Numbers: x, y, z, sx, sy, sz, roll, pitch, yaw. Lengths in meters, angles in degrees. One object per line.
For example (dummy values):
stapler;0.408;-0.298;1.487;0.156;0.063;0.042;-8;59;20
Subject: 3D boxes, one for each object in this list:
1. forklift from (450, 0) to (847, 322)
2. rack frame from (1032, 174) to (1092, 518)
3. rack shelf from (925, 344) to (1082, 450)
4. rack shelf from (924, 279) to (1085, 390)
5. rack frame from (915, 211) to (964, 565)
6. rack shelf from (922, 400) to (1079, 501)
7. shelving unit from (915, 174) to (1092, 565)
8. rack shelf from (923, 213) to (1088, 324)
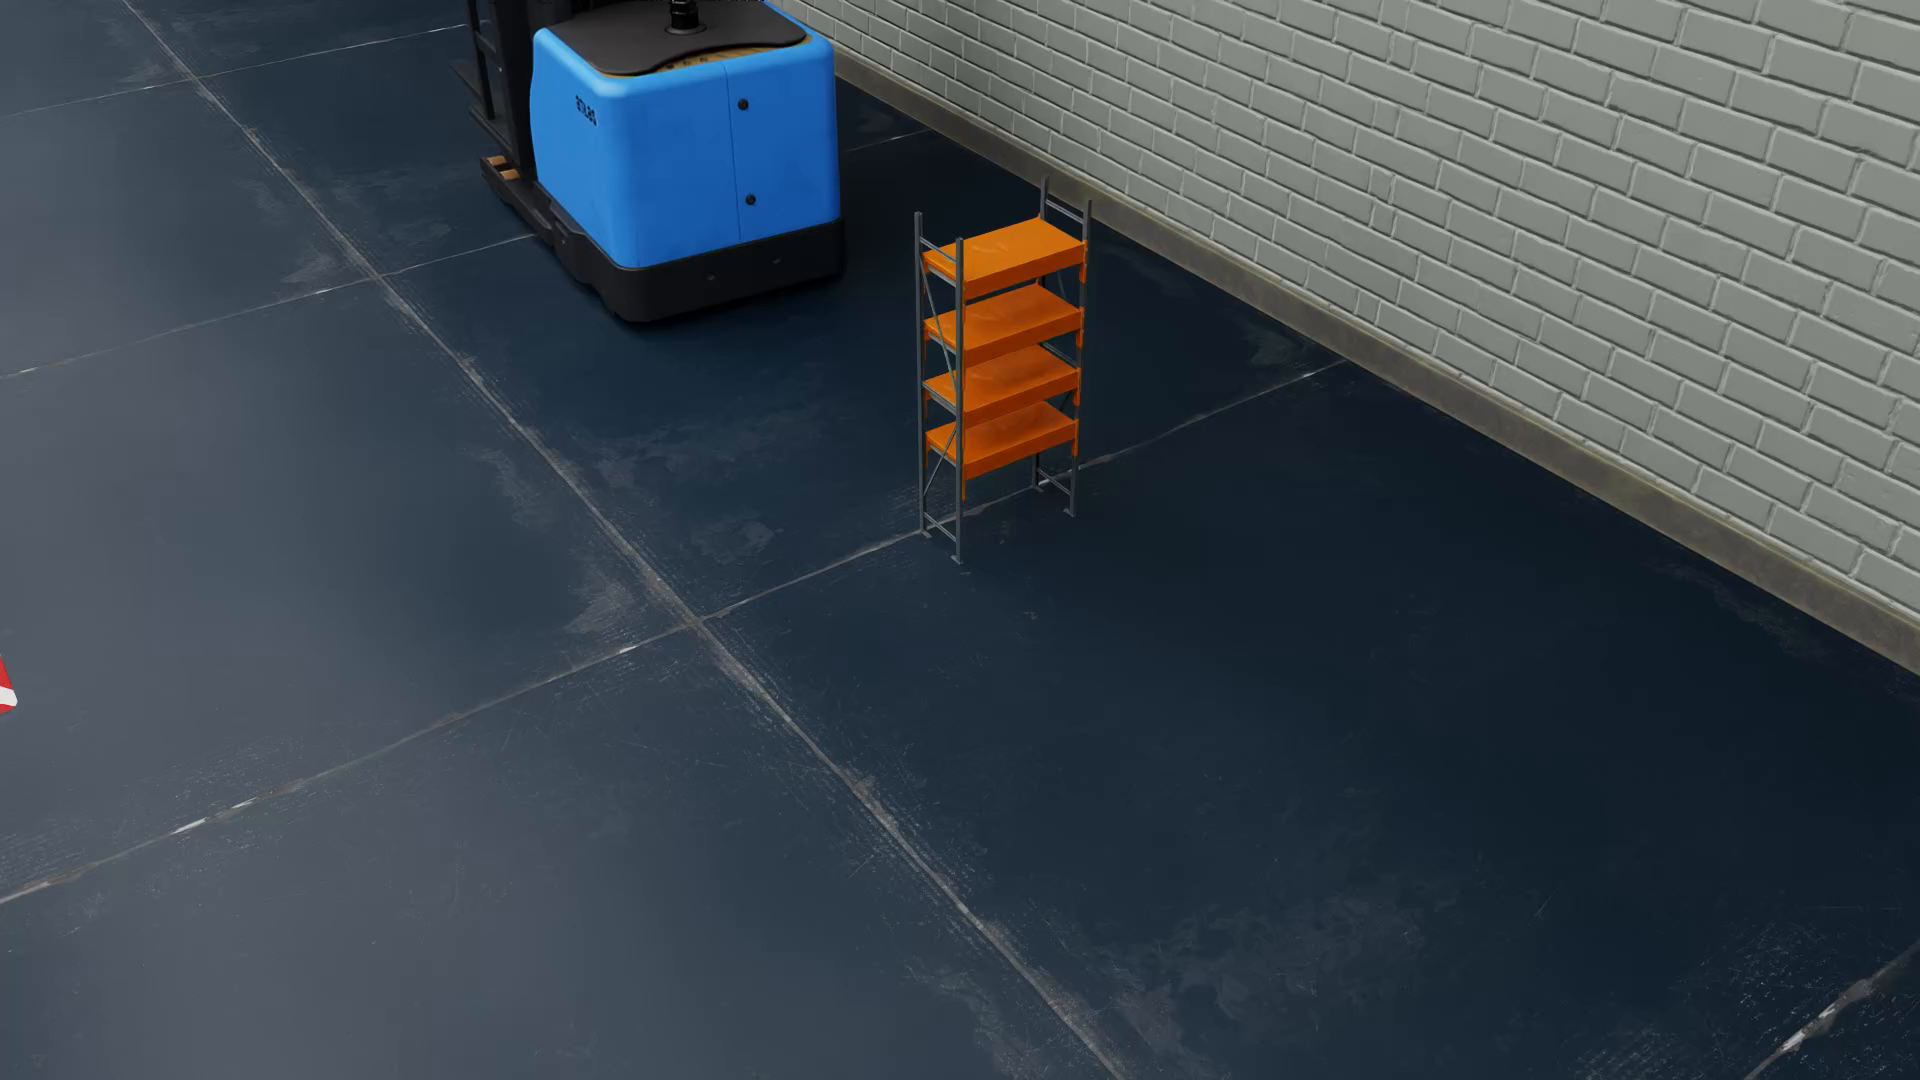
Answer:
forklift;-1.681;-2.925;7.306;1.130;2.935;3.031;-19;40;-24
rack frame;0.335;-0.625;5.591;0.015;1.200;0.240;-22;41;-28
rack shelf;0.135;-0.488;5.516;0.480;0.148;0.258;-22;41;-28
rack shelf;0.135;-0.670;5.386;0.480;0.148;0.258;-22;41;-28
rack frame;-0.064;-0.461;5.363;0.015;1.200;0.240;-22;41;-28
rack shelf;0.135;-0.327;5.632;0.480;0.148;0.258;-22;41;-28
shelving unit;0.135;-0.543;5.477;0.503;1.200;0.258;-22;41;-28
rack shelf;0.135;-0.862;5.248;0.480;0.148;0.258;-22;41;-28
